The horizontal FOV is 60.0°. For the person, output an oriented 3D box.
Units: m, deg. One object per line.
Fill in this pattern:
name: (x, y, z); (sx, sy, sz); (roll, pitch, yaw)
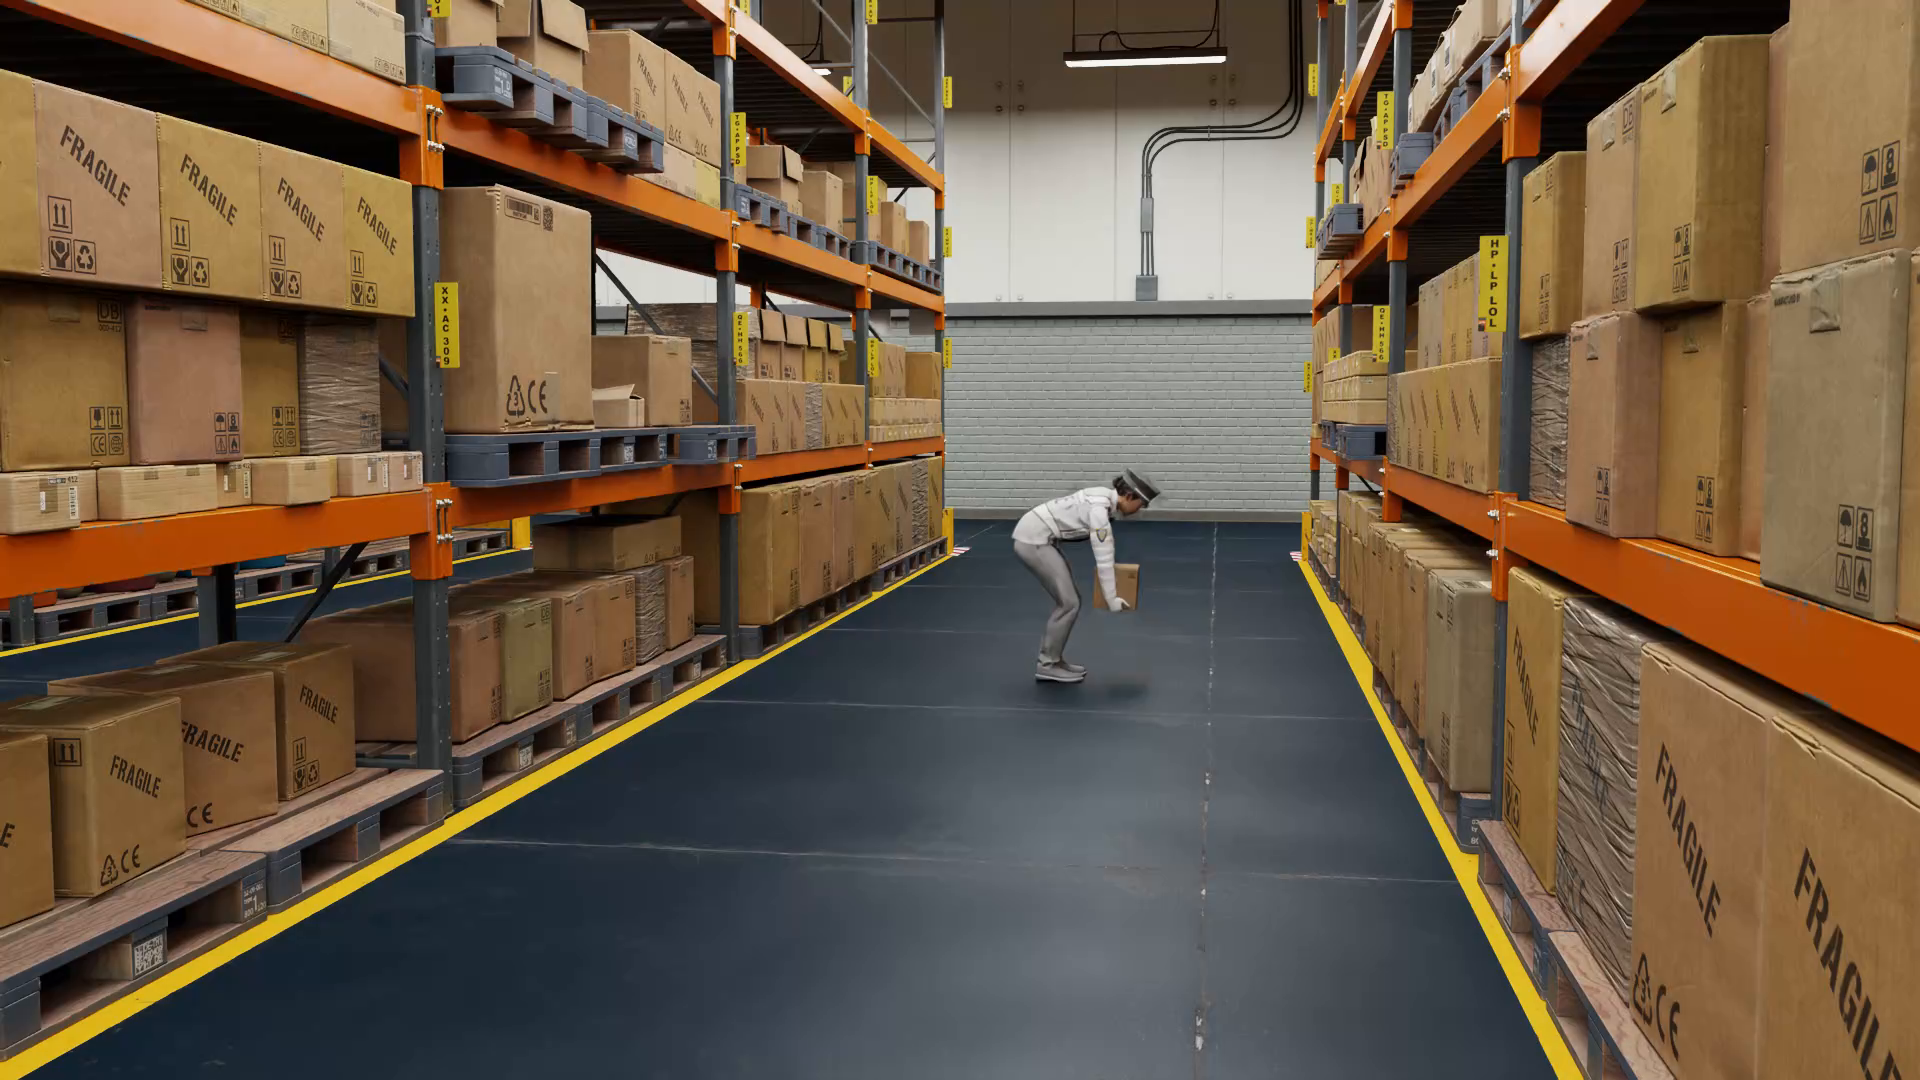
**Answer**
person: (0.750, 0.200, 9.897); (0.887, 1.270, 0.420); (1, 5, 7)
